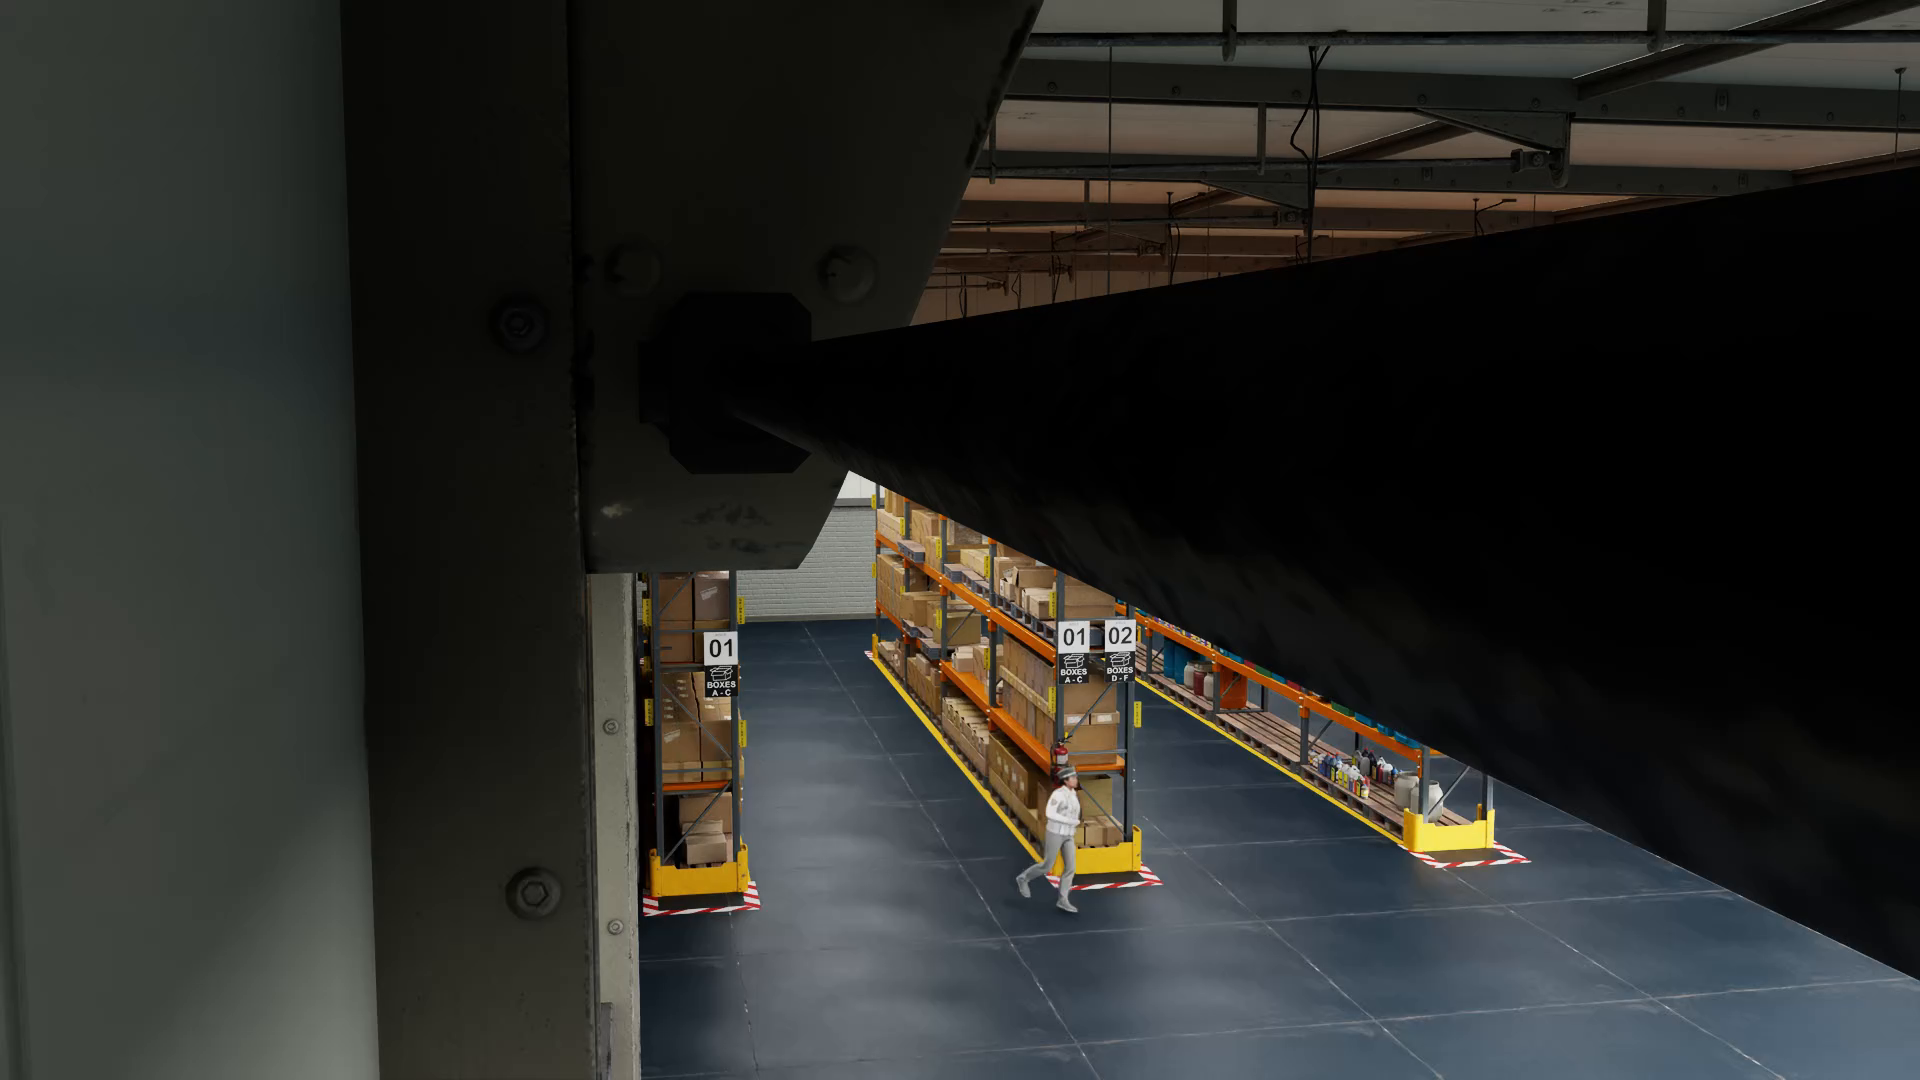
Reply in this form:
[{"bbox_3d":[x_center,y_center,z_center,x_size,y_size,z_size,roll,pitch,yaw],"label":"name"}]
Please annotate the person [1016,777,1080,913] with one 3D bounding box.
[{"bbox_3d":[1.149,3.515,19.715,0.882,1.611,0.546,5,8,39],"label":"person"}]
